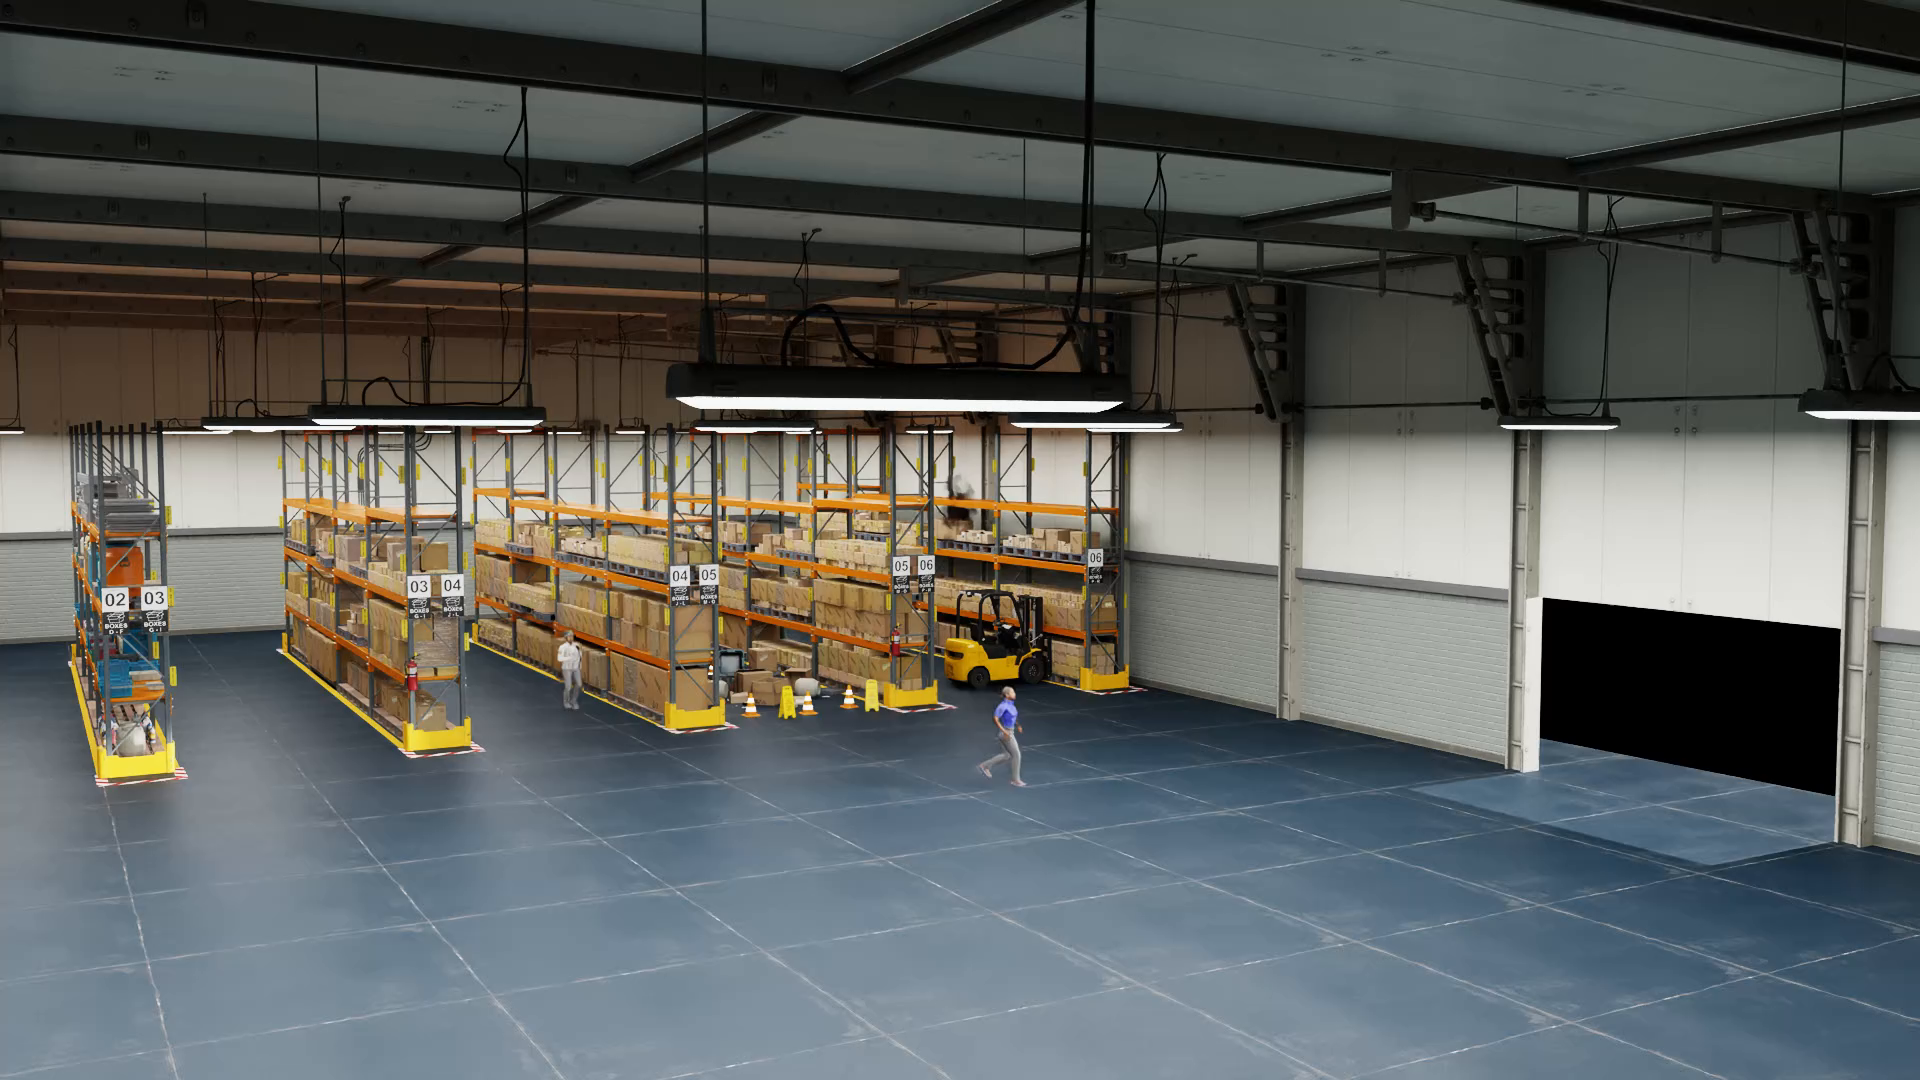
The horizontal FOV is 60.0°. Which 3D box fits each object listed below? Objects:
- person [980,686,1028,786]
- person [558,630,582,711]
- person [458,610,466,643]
[{"bbox_3d":[0.724,3.226,27.382,0.794,1.657,0.592,1,4,10],"label":"person"},{"bbox_3d":[-8.126,2.732,34.841,0.594,1.712,0.638,-2,4,-34],"label":"person"},{"bbox_3d":[-13.203,2.217,43.290,0.663,1.687,0.540,-1,4,-21],"label":"person"}]
